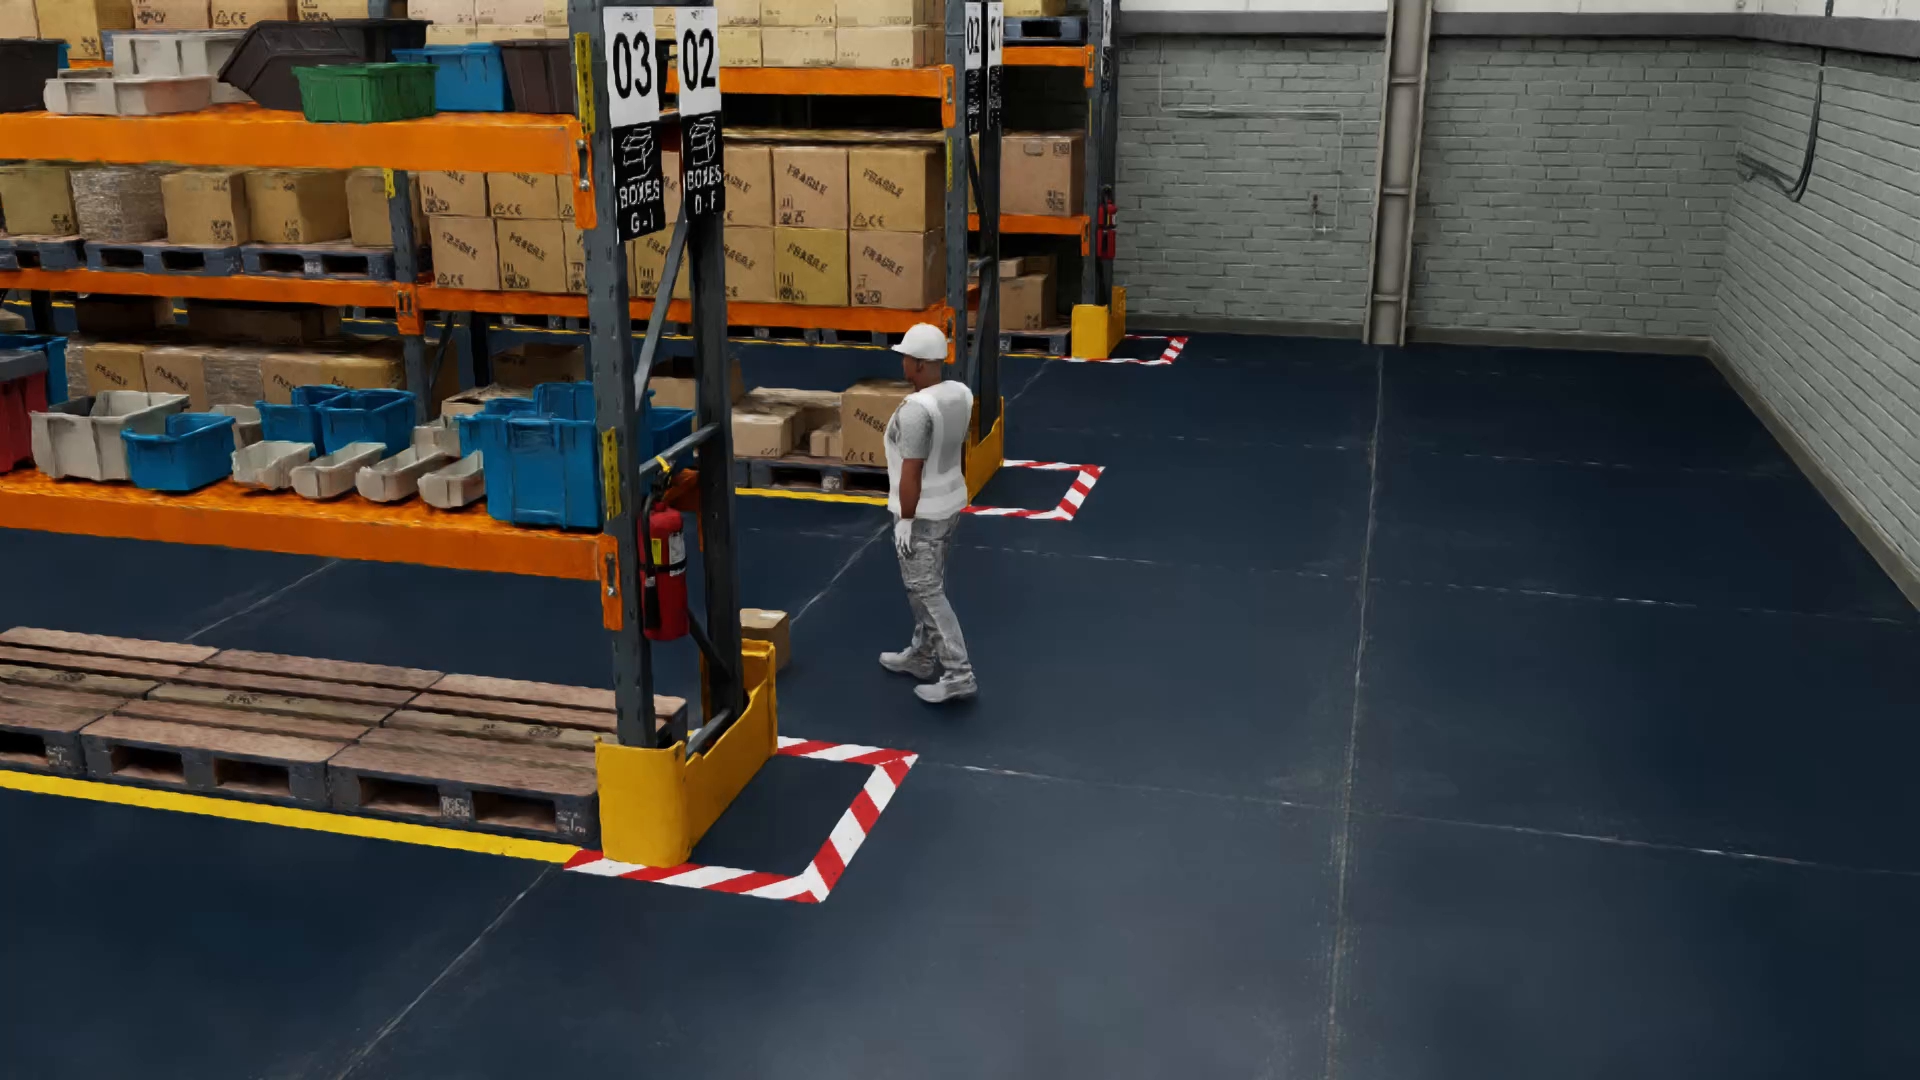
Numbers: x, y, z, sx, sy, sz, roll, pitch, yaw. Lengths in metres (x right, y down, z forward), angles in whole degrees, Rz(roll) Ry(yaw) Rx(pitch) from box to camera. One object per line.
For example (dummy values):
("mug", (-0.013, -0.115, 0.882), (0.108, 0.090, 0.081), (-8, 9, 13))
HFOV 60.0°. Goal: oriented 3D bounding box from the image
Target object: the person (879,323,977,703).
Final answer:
("person", (-0.164, -0.141, 7.918), (0.654, 1.790, 0.566), (8, 20, 24))
